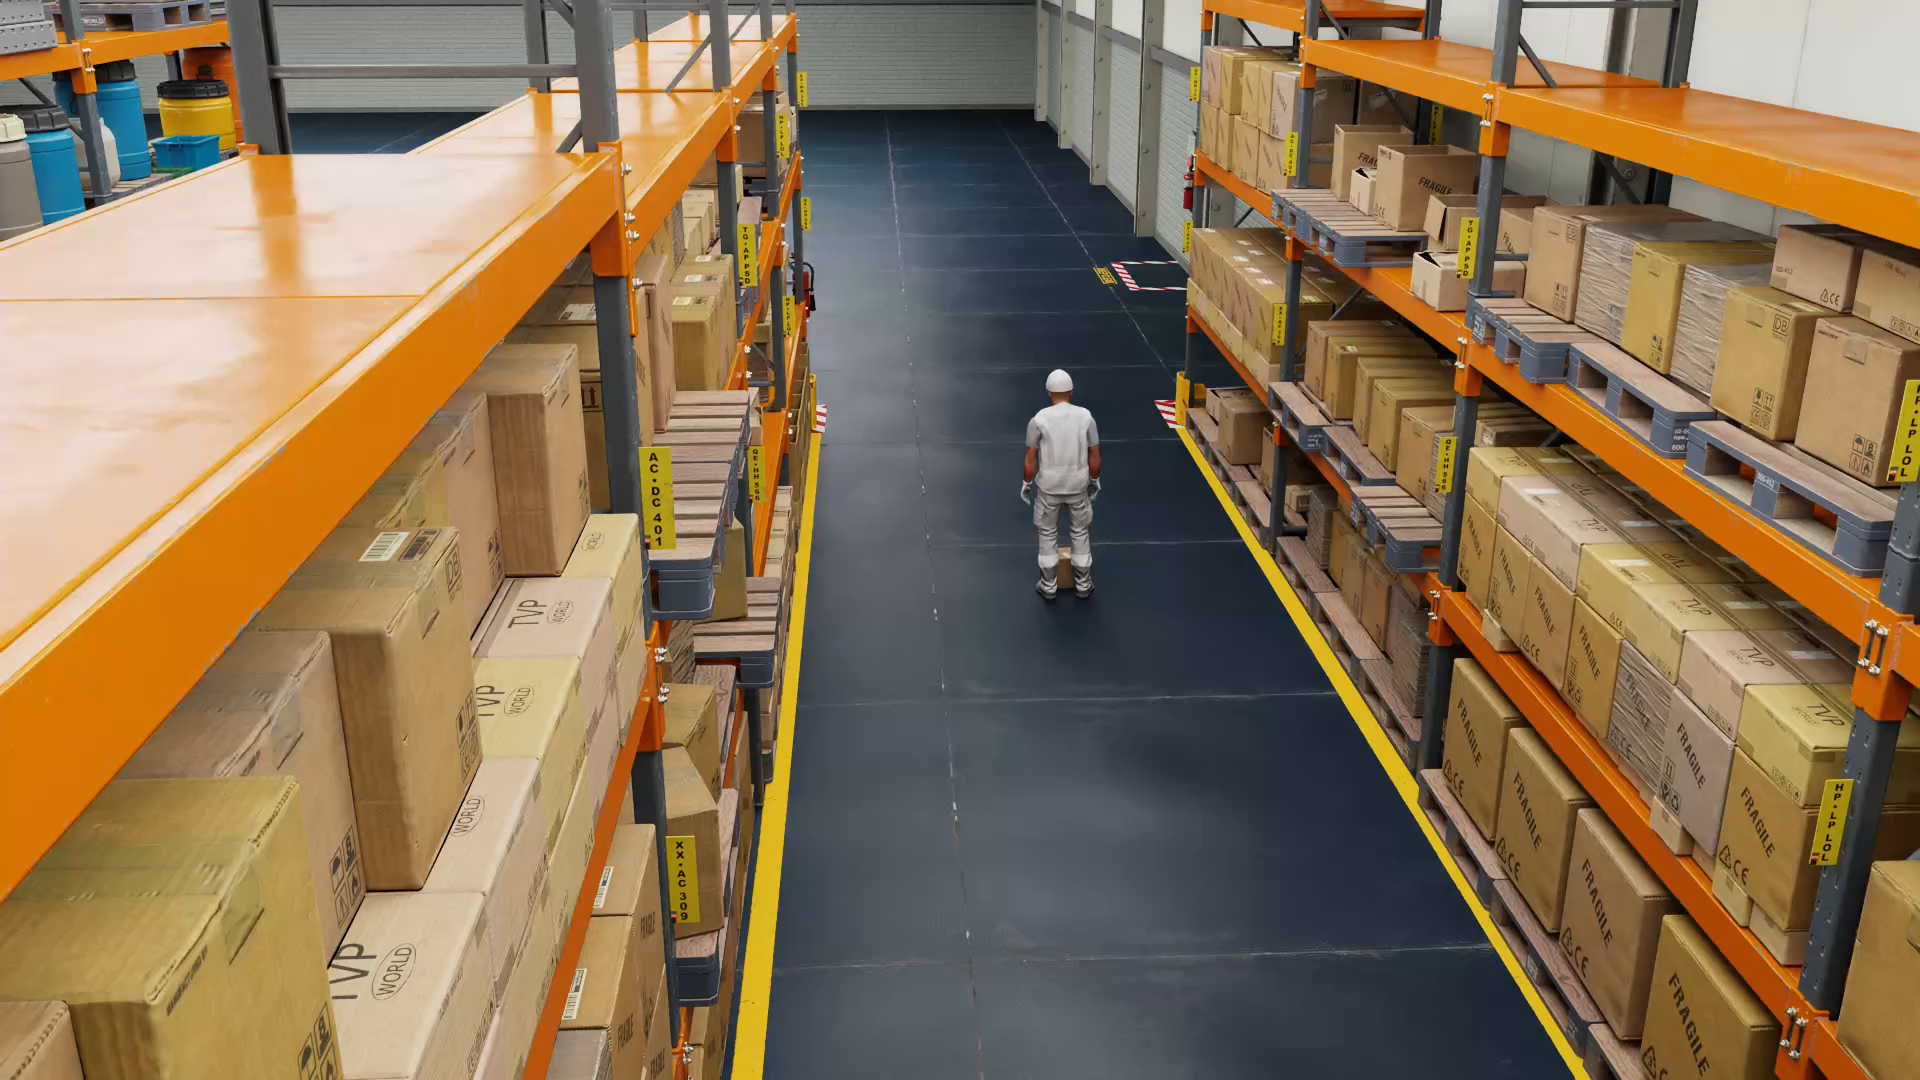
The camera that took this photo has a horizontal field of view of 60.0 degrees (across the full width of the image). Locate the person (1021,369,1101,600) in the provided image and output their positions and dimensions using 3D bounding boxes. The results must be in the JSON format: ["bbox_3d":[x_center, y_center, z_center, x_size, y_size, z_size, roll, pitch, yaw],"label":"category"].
[{"bbox_3d":[0.773,-0.416,12.682,0.623,1.780,0.446,-2,20,-5],"label":"person"}]
